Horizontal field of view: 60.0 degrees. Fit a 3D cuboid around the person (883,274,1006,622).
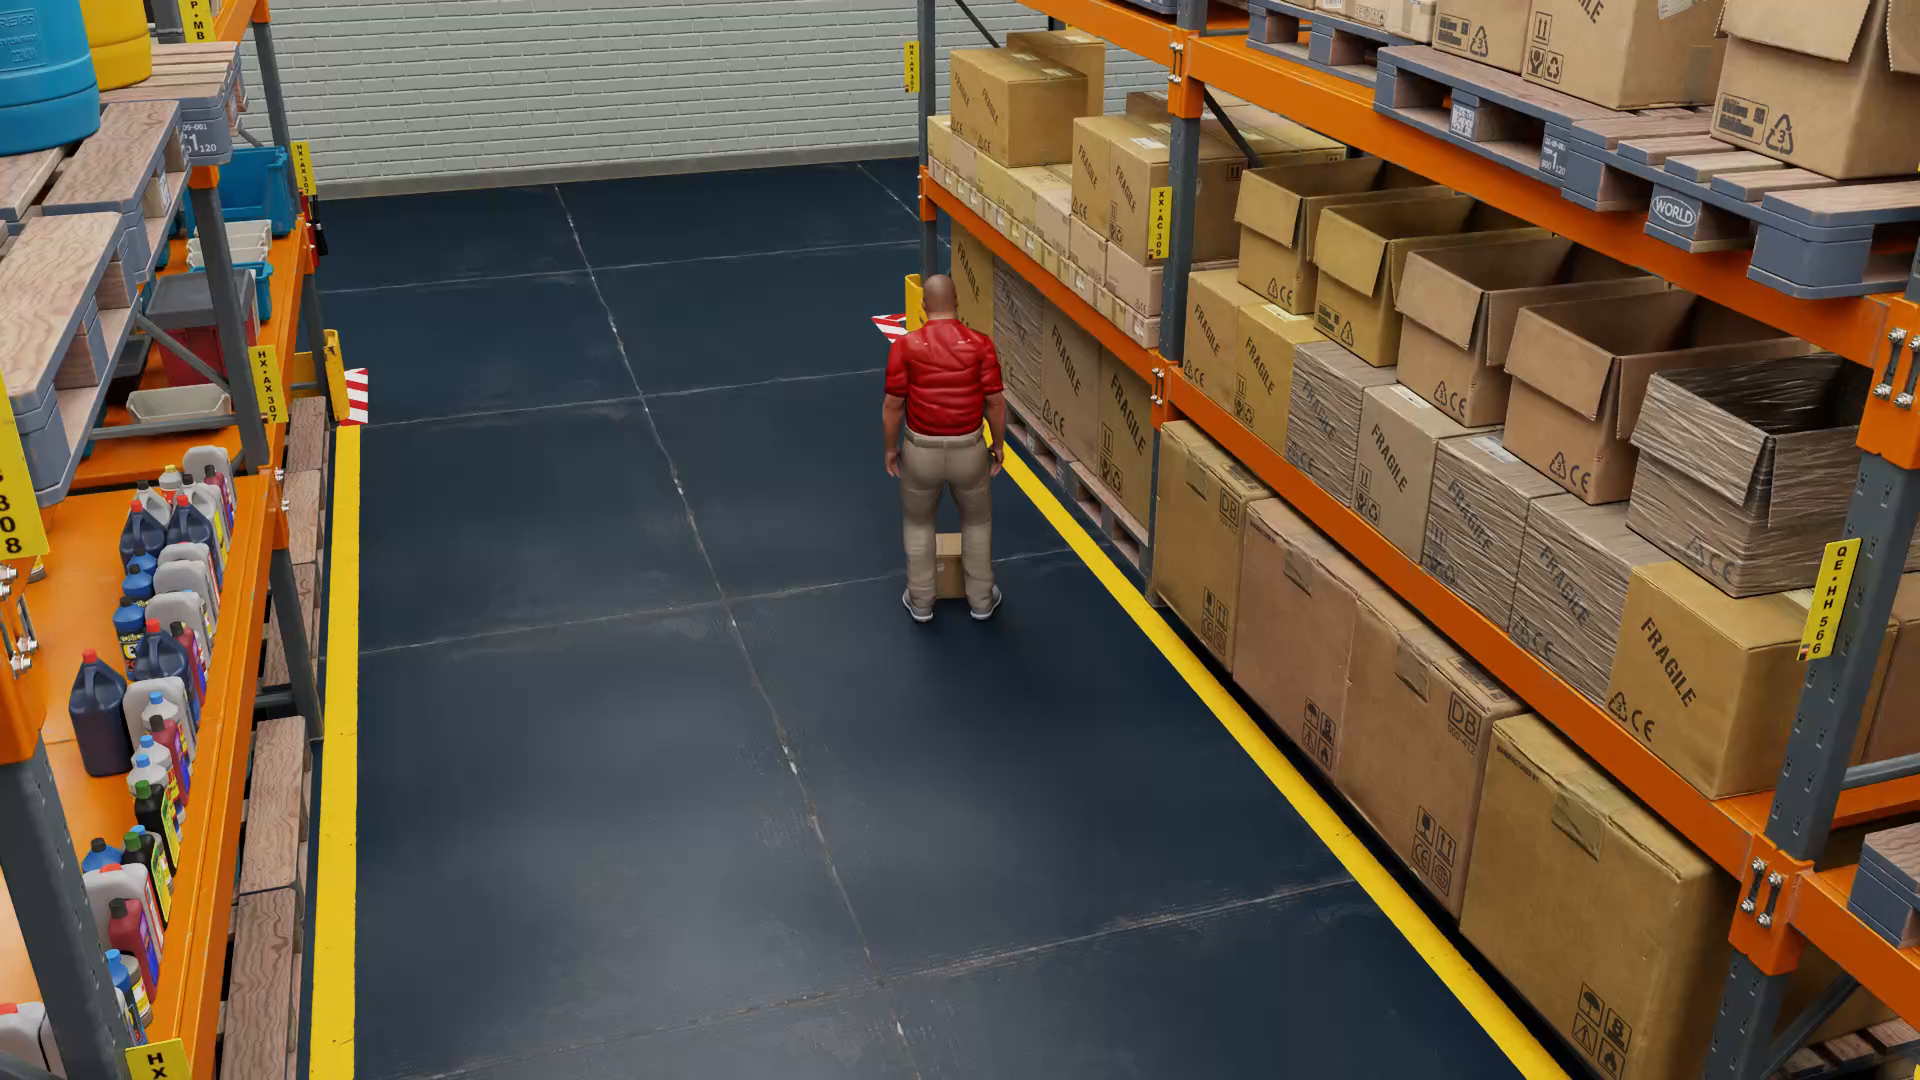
[{"bbox_3d":[-0.073,-0.421,7.985,0.585,1.727,0.392,-1,26,-2],"label":"person"}]
